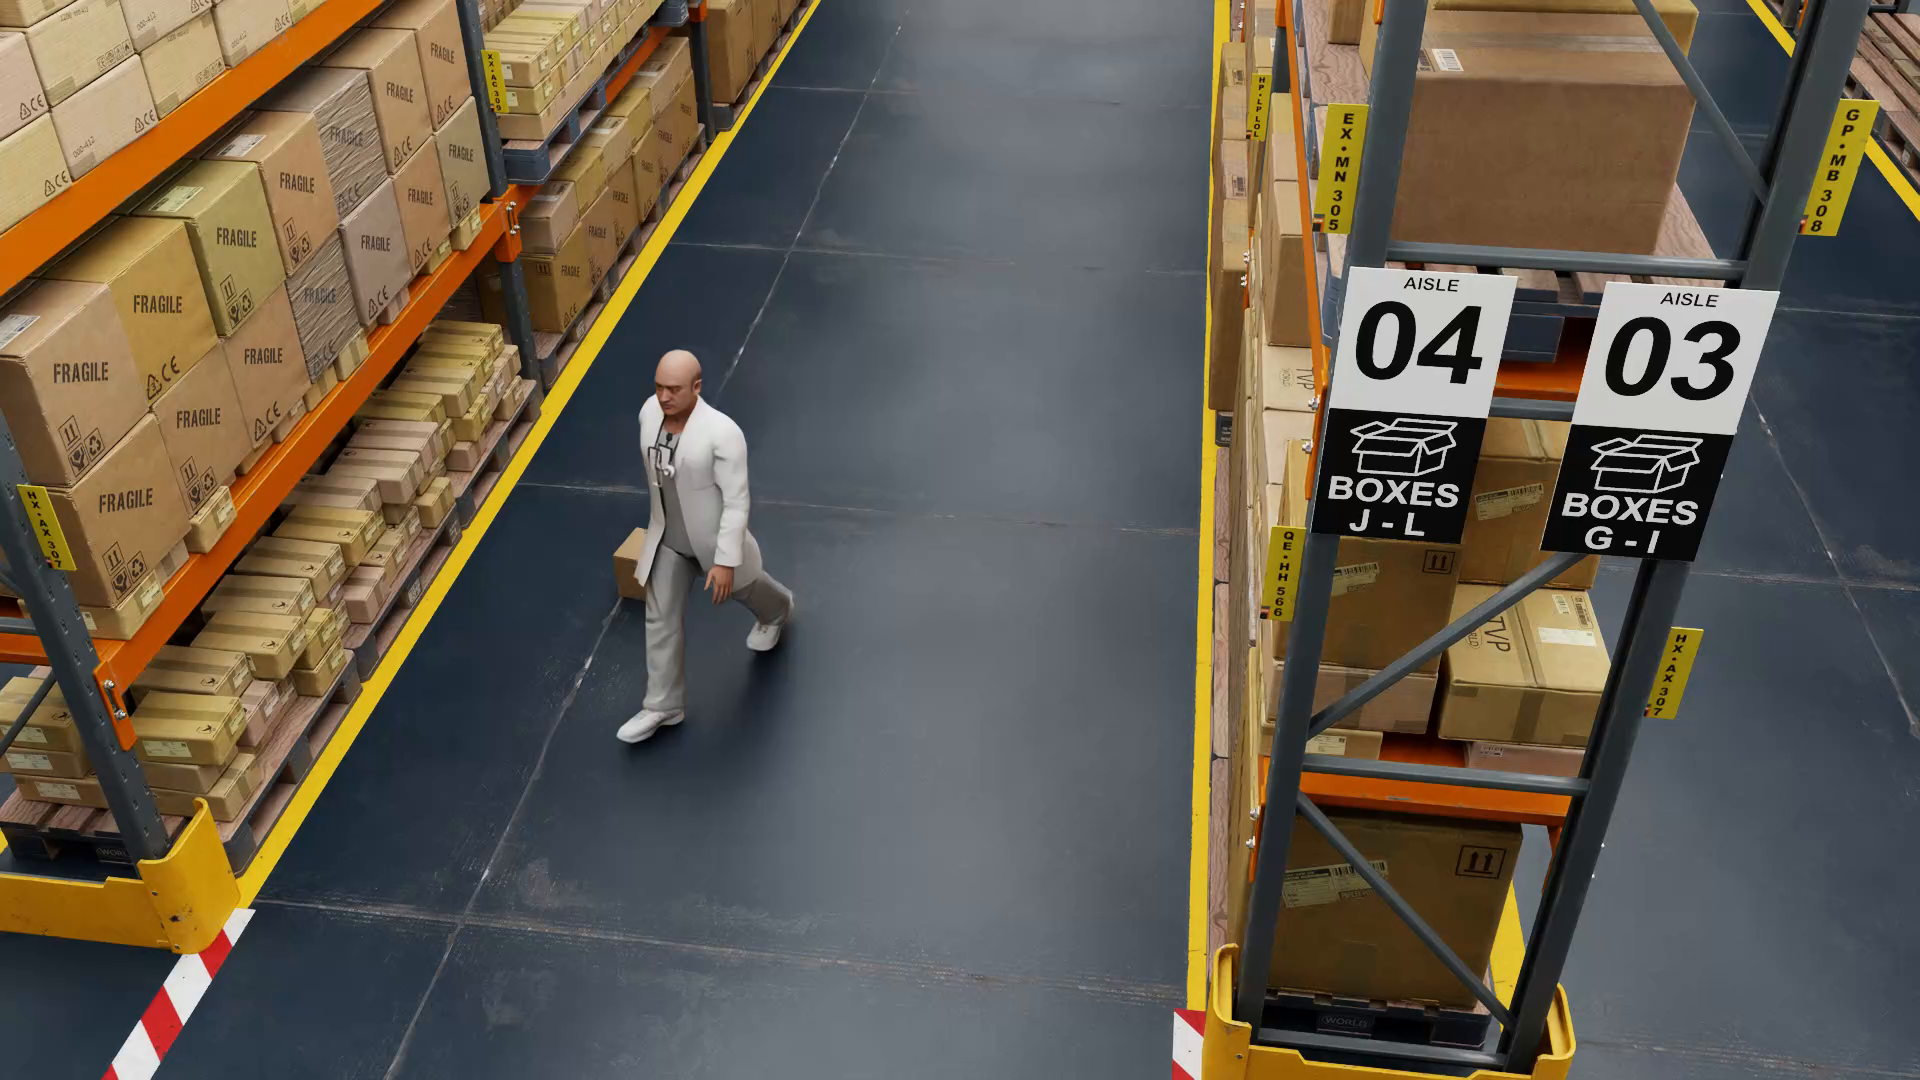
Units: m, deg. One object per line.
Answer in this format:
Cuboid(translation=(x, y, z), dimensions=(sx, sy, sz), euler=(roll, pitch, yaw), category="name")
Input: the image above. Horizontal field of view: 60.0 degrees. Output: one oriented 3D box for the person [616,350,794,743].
Cuboid(translation=(-1.089, -0.095, 7.152), dimensions=(0.617, 1.679, 0.938), euler=(16, 39, 21), category="person")
